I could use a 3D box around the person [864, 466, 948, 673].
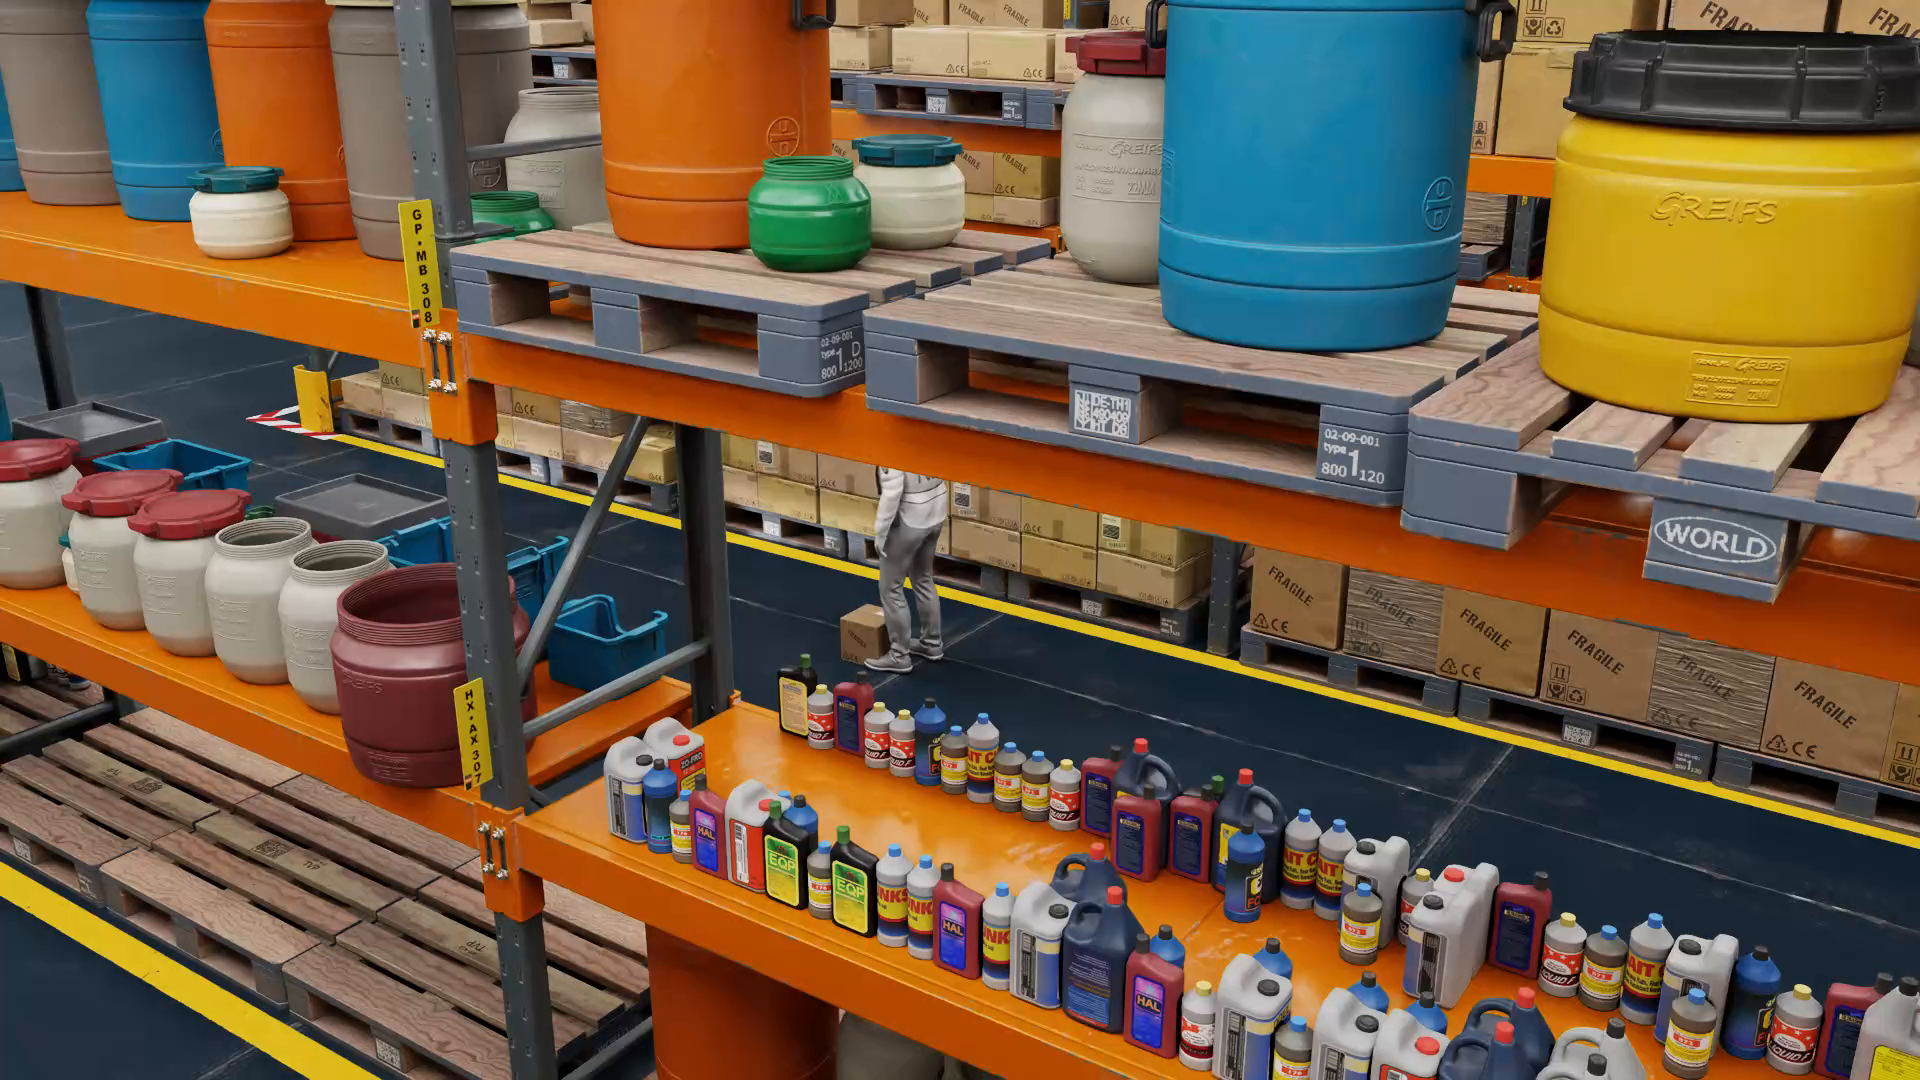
[{"bbox_3d":[-0.293,-0.094,8.825,0.413,1.663,0.531,12,23,30],"label":"person"}]
